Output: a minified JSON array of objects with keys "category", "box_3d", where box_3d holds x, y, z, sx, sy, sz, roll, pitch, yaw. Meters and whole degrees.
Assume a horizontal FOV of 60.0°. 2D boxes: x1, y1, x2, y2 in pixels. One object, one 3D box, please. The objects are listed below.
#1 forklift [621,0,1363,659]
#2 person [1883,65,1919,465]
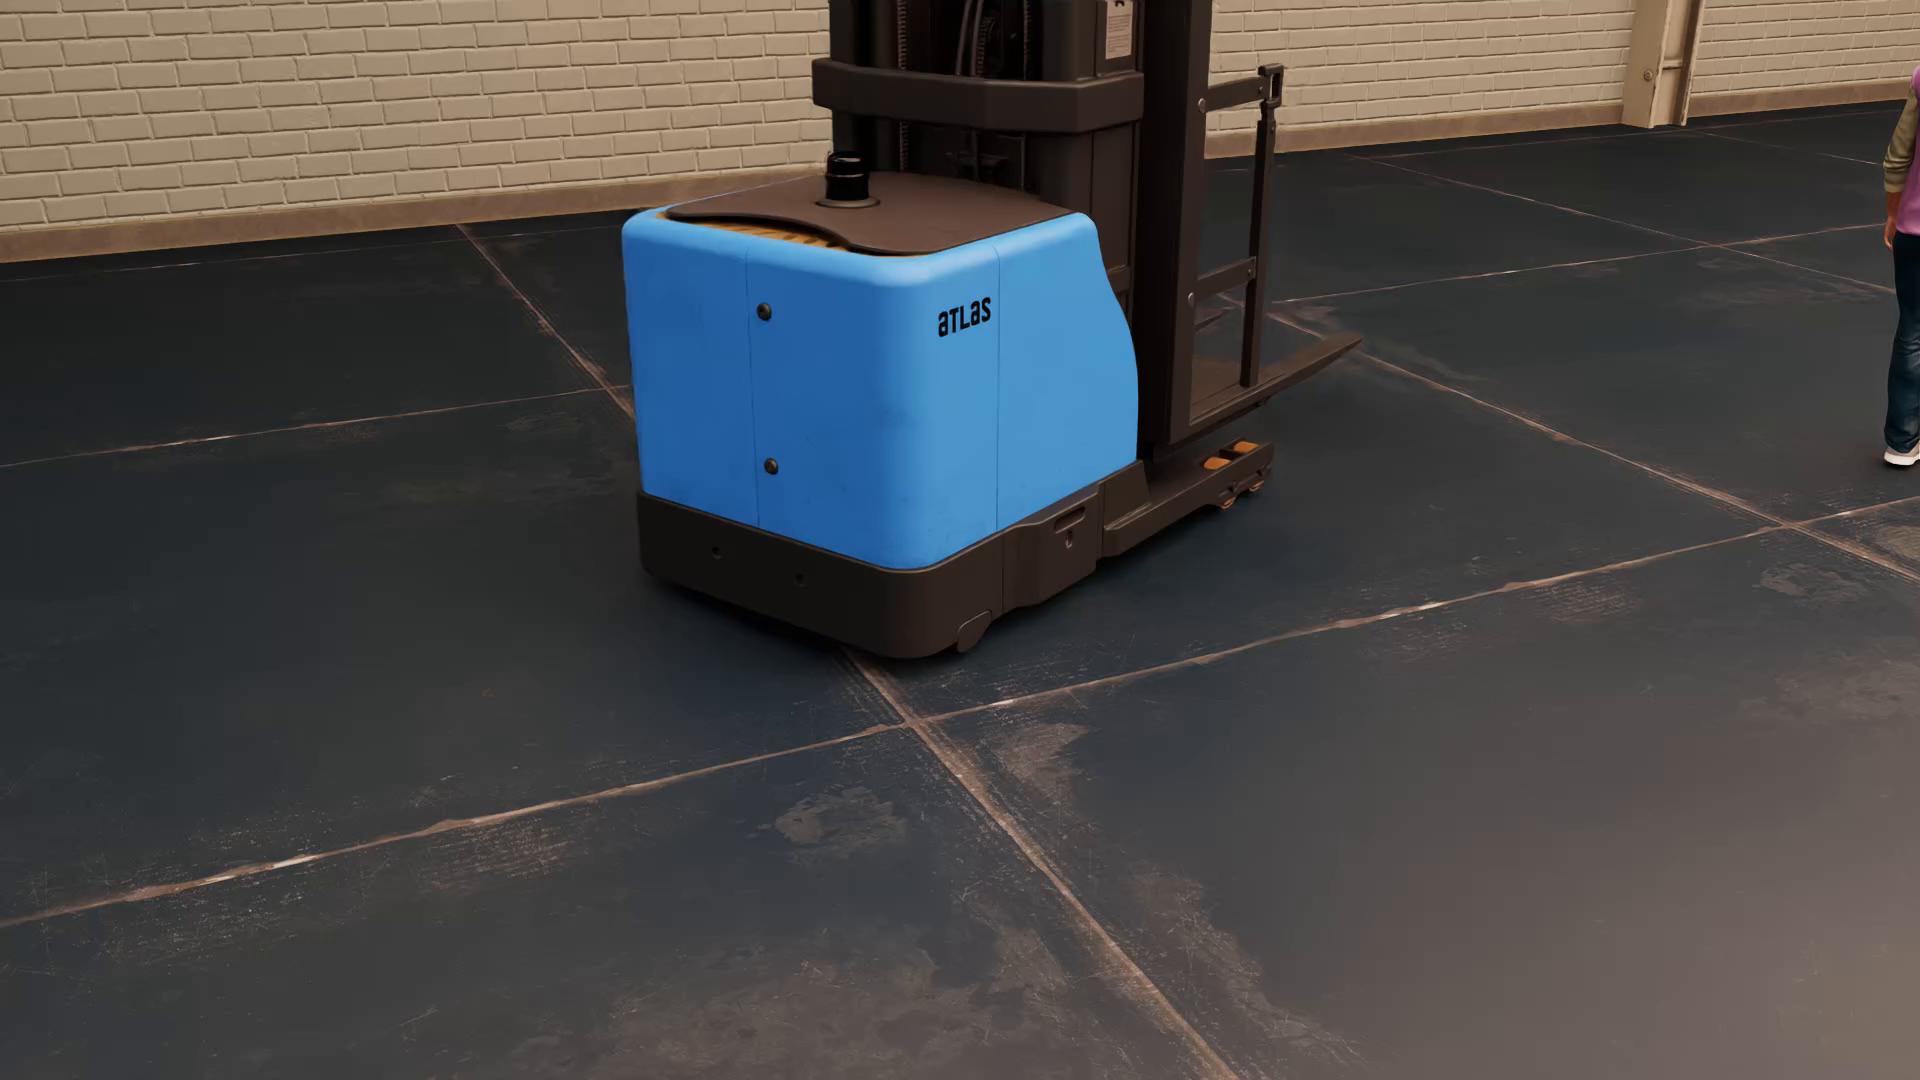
[{"category":"forklift","box_3d":[0.380,-1.554,5.027,1.130,2.935,3.031,16,28,34]},{"category":"person","box_3d":[3.294,-1.008,5.432,0.475,1.597,0.520,-14,26,-30]}]
